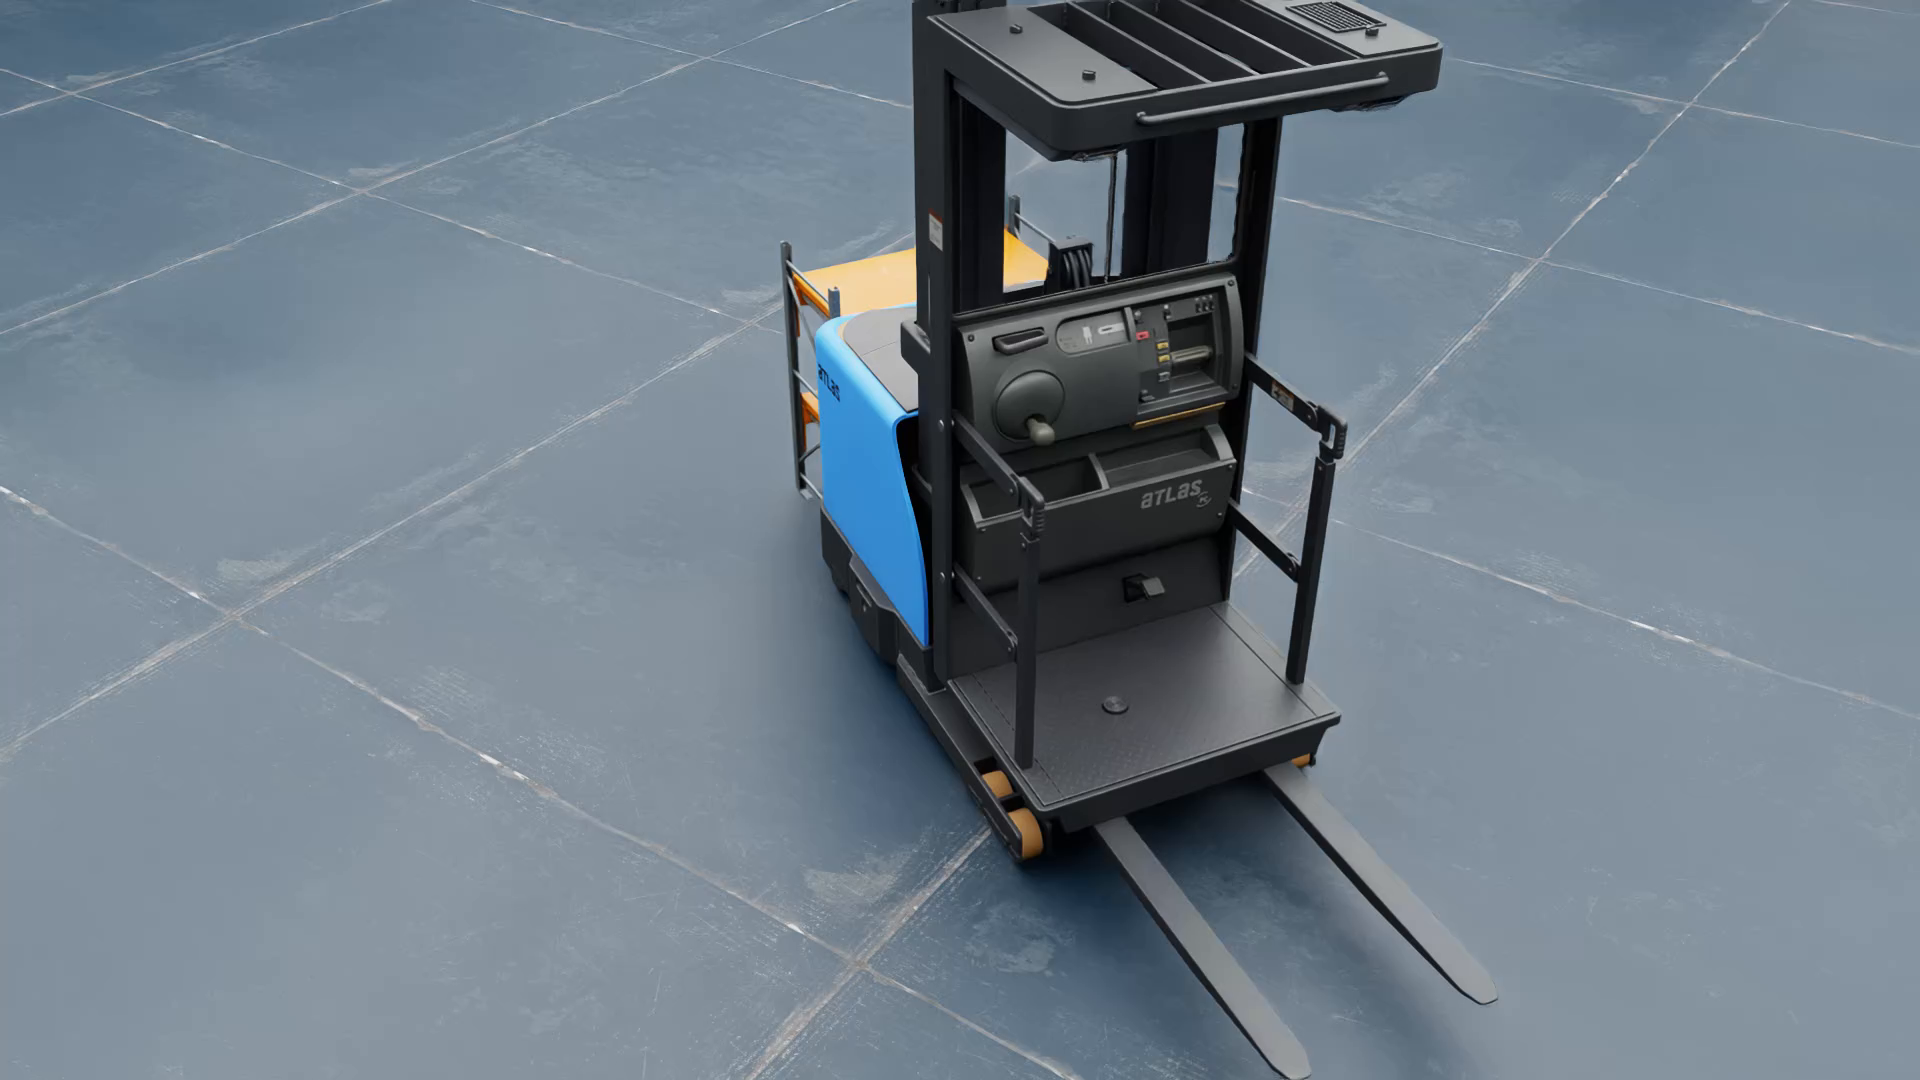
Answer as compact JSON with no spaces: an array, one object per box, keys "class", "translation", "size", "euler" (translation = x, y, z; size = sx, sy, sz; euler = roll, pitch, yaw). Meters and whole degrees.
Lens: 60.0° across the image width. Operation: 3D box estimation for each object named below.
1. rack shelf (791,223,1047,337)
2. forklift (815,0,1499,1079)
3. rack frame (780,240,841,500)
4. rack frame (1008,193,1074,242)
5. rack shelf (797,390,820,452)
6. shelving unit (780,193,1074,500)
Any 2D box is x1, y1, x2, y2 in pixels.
[{"class":"rack shelf","translation":[-0.120,-0.947,6.624],"size":[1.000,0.278,0.538],"euler":[-16,37,-23]},{"class":"forklift","translation":[0.532,-0.480,4.843],"size":[1.130,2.935,3.031],"euler":[-14,37,-20]},{"class":"rack frame","translation":[-0.570,-0.572,6.591],"size":[0.032,1.125,0.500],"euler":[-16,37,-23]},{"class":"rack frame","translation":[0.330,-0.837,6.984],"size":[0.032,1.125,0.500],"euler":[-16,37,-23]},{"class":"rack shelf","translation":[-0.120,-0.502,6.924],"size":[1.000,0.278,0.538],"euler":[-16,37,-23]},{"class":"shelving unit","translation":[-0.120,-0.704,6.788],"size":[1.048,1.125,0.538],"euler":[-16,37,-23]}]
